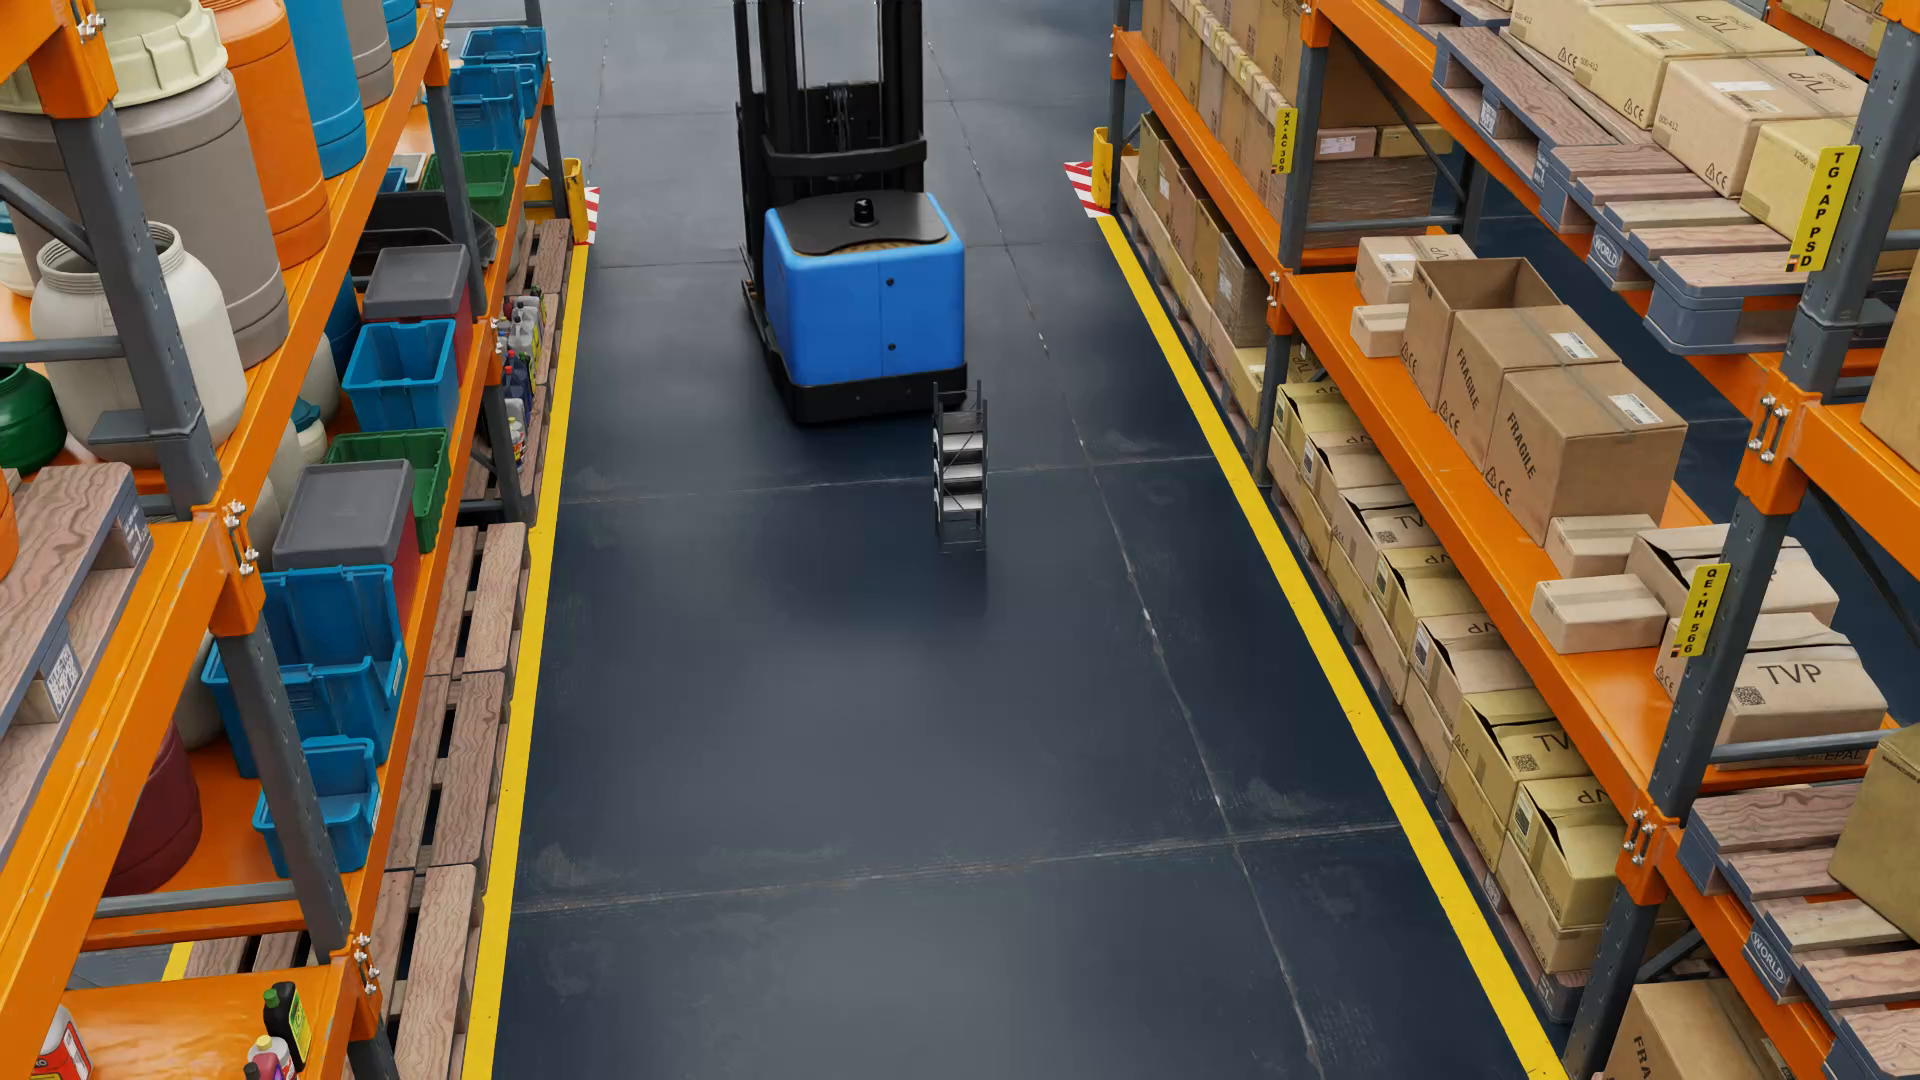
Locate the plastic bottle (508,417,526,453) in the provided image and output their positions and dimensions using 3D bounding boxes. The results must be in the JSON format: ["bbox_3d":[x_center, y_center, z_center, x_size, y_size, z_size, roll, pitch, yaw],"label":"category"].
[{"bbox_3d":[-2.416,-0.570,9.017,0.097,0.201,0.097,0,34,0],"label":"plastic bottle"}]

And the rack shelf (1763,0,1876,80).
[{"bbox_3d":[6.767,-2.789,10.818,1.077,0.370,4.000,-4,35,-6],"label":"rack shelf"}]

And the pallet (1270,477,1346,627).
[{"bbox_3d":[2.266,-0.033,8.611,1.003,0.211,1.213,-4,35,-6],"label":"pallet"}]

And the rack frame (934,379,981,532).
[{"bbox_3d":[-0.013,-0.424,8.573,0.240,0.900,0.006,-4,35,-6],"label":"rack frame"}]

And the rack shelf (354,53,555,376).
[{"bbox_3d":[-3.050,-2.039,9.717,1.077,0.370,4.000,-4,35,-6],"label":"rack shelf"}]

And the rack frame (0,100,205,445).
[{"bbox_3d":[-2.243,-1.467,2.912,1.000,3.000,0.127,-4,35,-6],"label":"rack frame"}]

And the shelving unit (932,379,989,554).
[{"bbox_3d":[0.001,-0.367,8.490,0.258,0.900,0.210,-4,35,-6],"label":"shelving unit"}]

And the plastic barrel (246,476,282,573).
[{"bbox_3d":[-2.712,-0.075,6.076,0.433,0.535,0.433,0,34,0],"label":"plastic barrel"}]

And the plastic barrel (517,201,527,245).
[{"bbox_3d":[-3.154,-2.236,11.204,0.421,0.512,0.421,0,34,0],"label":"plastic barrel"}]

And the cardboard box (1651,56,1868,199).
[{"bbox_3d":[2.461,-1.252,5.021,0.500,0.250,0.500,-3,34,-5],"label":"cardboard box"}]

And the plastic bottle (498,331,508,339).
[{"bbox_3d":[-2.699,-1.140,9.854,0.097,0.201,0.097,0,34,0],"label":"plastic bottle"}]

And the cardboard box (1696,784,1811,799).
[{"bbox_3d":[2.887,1.055,6.109,0.500,0.311,0.500,-3,34,-5],"label":"cardboard box"}]

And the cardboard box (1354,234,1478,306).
[{"bbox_3d":[2.238,-1.260,8.068,0.500,0.250,0.500,-2,34,-3],"label":"cardboard box"}]

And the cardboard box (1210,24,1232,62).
[{"bbox_3d":[1.671,-2.895,9.669,0.380,0.149,0.250,-3,34,-5],"label":"cardboard box"}]

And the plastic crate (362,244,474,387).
[{"bbox_3d":[-2.412,-1.000,7.496,0.402,0.464,0.583,-4,35,-6],"label":"plastic crate"}]

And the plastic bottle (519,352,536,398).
[{"bbox_3d":[-2.484,-0.962,9.519,0.061,0.283,0.133,-3,34,-4],"label":"plastic bottle"}]

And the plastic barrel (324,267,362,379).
[{"bbox_3d":[-3.029,-1.189,7.386,0.600,0.901,0.708,-4,35,-6],"label":"plastic barrel"}]

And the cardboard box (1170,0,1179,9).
[{"bbox_3d":[1.532,-3.472,10.516,0.380,0.149,0.250,-5,35,-7],"label":"cardboard box"}]

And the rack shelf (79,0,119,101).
[{"bbox_3d":[-2.512,-2.121,4.865,1.077,0.370,4.000,-4,35,-6],"label":"rack shelf"}]

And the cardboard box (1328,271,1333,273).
[{"bbox_3d":[2.301,-1.501,9.692,0.500,0.500,0.500,-4,35,-6],"label":"cardboard box"}]

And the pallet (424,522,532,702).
[{"bbox_3d":[-2.637,0.367,8.023,1.003,0.211,1.213,-4,35,-6],"label":"pallet"}]

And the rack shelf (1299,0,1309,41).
[{"bbox_3d":[1.859,-3.652,9.420,1.077,0.370,4.000,-4,35,-6],"label":"rack shelf"}]

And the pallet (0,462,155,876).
[{"bbox_3d":[-2.237,0.285,3.173,1.003,0.211,1.213,-4,35,-6],"label":"pallet"}]

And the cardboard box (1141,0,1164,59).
[{"bbox_3d":[1.640,-3.605,11.288,0.700,0.500,0.500,-4,35,-6],"label":"cardboard box"}]

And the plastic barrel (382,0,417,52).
[{"bbox_3d":[-2.497,-2.399,6.499,0.600,0.901,0.708,-4,35,-6],"label":"plastic barrel"}]

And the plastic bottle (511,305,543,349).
[{"bbox_3d":[-2.612,-1.297,10.017,0.152,0.276,0.135,-5,35,-8],"label":"plastic bottle"}]

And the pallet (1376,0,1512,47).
[{"bbox_3d":[2.260,-2.263,6.913,0.805,0.209,1.217,-6,35,-8],"label":"pallet"}]

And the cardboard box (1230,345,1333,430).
[{"bbox_3d":[1.849,-0.873,9.436,0.500,0.250,0.500,-4,35,-6],"label":"cardboard box"}]

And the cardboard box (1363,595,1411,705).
[{"bbox_3d":[2.144,0.471,7.463,0.500,0.250,0.500,-4,34,-5],"label":"cardboard box"}]

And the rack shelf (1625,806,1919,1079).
[{"bbox_3d":[2.935,2.052,3.714,1.077,0.370,4.000,-4,35,-6],"label":"rack shelf"}]

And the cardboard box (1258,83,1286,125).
[{"bbox_3d":[1.810,-2.322,8.829,0.380,0.149,0.250,-5,35,-8],"label":"cardboard box"}]

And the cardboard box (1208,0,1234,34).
[{"bbox_3d":[1.860,-3.258,9.626,0.700,0.500,0.500,-4,35,-6],"label":"cardboard box"}]

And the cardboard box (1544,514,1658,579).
[{"bbox_3d":[2.439,0.035,6.258,0.380,0.149,0.250,-2,34,-3],"label":"cardboard box"}]

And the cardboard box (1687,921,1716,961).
[{"bbox_3d":[2.887,1.287,6.266,0.500,0.250,0.500,-4,35,-7],"label":"cardboard box"}]

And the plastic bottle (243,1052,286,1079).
[{"bbox_3d":[-1.734,1.382,4.162,0.061,0.283,0.133,-4,35,-6],"label":"plastic bottle"}]

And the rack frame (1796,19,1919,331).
[{"bbox_3d":[2.666,-1.840,3.459,1.000,3.000,0.127,-4,35,-6],"label":"rack frame"}]

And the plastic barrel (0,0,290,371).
[{"bbox_3d":[-2.138,-0.909,4.312,0.600,0.901,0.600,0,34,0],"label":"plastic barrel"}]

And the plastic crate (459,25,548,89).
[{"bbox_3d":[-2.955,-3.134,10.818,0.499,0.251,0.616,-4,35,-6],"label":"plastic crate"}]

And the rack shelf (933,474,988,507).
[{"bbox_3d":[0.001,-0.265,8.559,0.258,0.077,0.200,-4,35,-6],"label":"rack shelf"}]

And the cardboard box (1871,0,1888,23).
[{"bbox_3d":[6.385,-3.604,10.825,0.500,0.500,0.500,-5,35,-8],"label":"cardboard box"}]

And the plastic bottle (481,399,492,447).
[{"bbox_3d":[-2.565,-0.660,9.077,0.061,0.283,0.133,-4,35,-6],"label":"plastic bottle"}]

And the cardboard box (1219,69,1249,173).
[{"bbox_3d":[1.921,-2.456,9.601,0.700,0.500,0.500,-4,34,-6],"label":"cardboard box"}]

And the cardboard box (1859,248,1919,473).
[{"bbox_3d":[2.758,-0.401,3.923,0.910,0.500,0.500,-4,35,-6],"label":"cardboard box"}]

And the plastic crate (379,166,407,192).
[{"bbox_3d":[-3.198,-1.756,8.795,0.499,0.251,0.616,-4,35,-6],"label":"plastic crate"}]

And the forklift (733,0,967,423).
[{"bbox_3d":[-0.823,-2.713,10.128,1.130,2.935,3.031,-8,35,-12],"label":"forklift"}]

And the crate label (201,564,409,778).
[{"bbox_3d":[-2.108,0.422,5.435,0.502,0.435,0.616,-4,35,-6],"label":"crate label"}]

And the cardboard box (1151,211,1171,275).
[{"bbox_3d":[1.580,-1.989,11.073,0.500,0.250,0.500,-4,35,-6],"label":"cardboard box"}]

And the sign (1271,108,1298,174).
[{"bbox_3d":[1.579,-1.941,8.095,0.100,0.325,0.005,-4,35,-6],"label":"sign"}]

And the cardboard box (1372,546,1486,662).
[{"bbox_3d":[2.145,0.245,7.298,0.500,0.311,0.500,-3,34,-5],"label":"cardboard box"}]

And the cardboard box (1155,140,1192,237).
[{"bbox_3d":[1.591,-2.300,10.864,0.500,0.500,0.500,-4,35,-6],"label":"cardboard box"}]
